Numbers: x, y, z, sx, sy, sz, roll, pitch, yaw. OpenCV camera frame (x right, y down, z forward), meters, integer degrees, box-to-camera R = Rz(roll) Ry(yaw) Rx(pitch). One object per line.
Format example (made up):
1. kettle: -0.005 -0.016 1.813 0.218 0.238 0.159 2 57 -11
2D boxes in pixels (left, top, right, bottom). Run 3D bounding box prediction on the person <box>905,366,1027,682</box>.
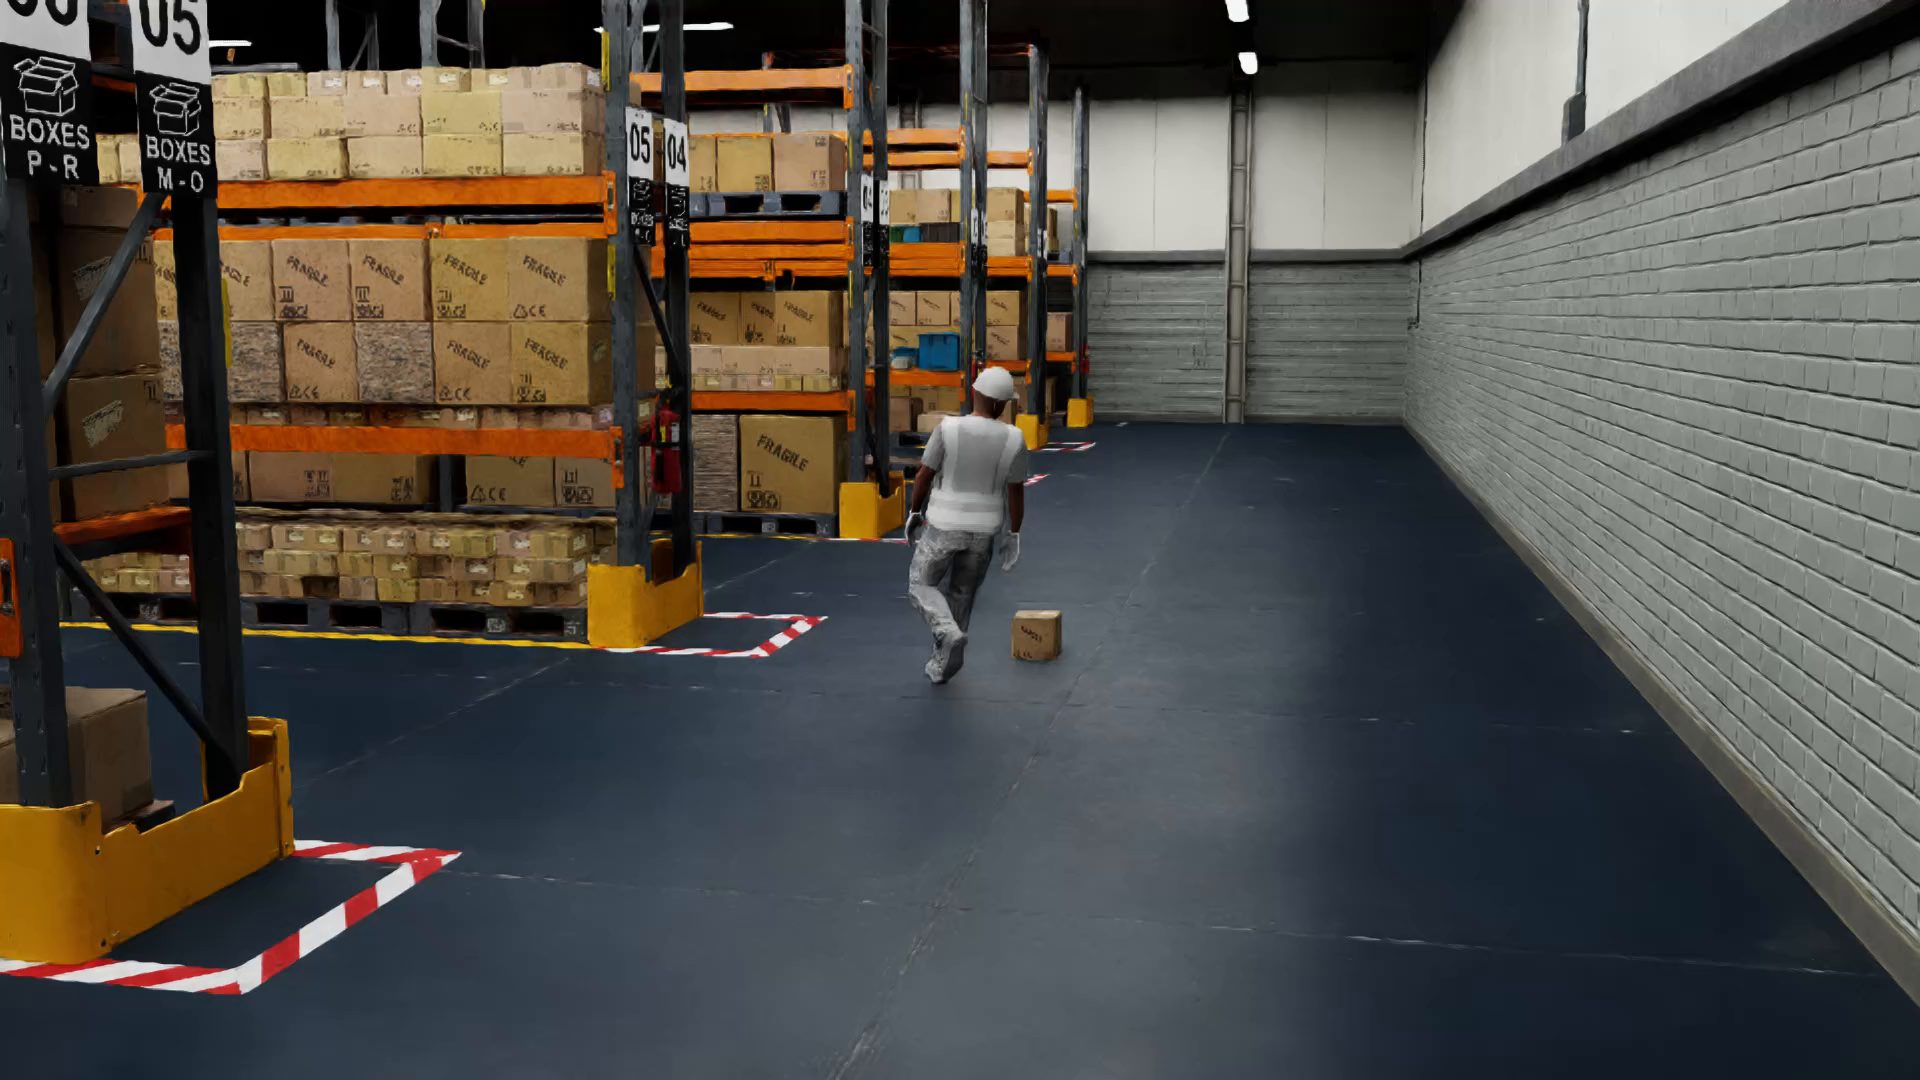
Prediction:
1. person: 0.024 -0.066 8.921 0.626 1.728 0.777 -1 8 -11
